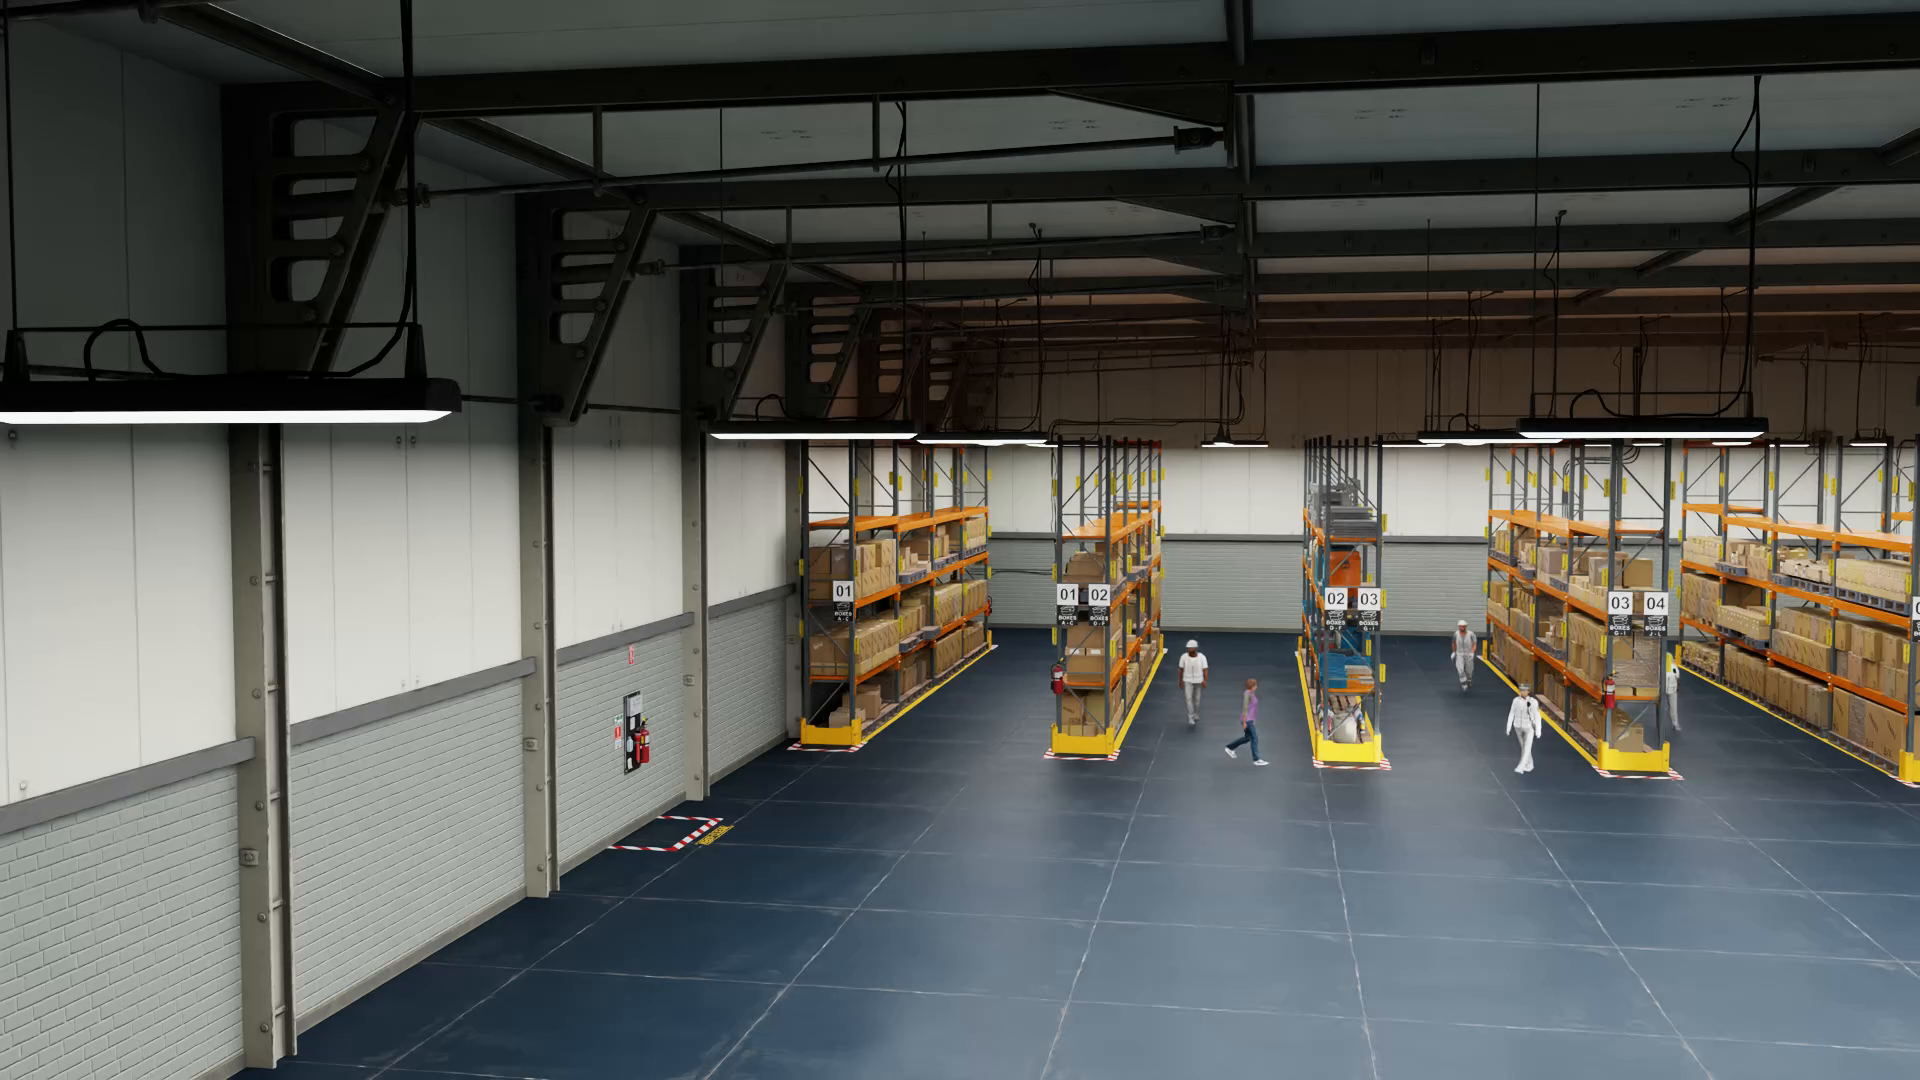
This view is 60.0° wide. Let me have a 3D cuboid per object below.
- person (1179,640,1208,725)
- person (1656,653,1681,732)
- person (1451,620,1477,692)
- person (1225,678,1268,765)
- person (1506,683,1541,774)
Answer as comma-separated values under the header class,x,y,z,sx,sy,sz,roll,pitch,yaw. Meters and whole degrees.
class,x,y,z,sx,sy,sz,roll,pitch,yaw
person,4.874,2.953,34.714,0.599,1.719,0.968,0,3,6
person,14.299,3.082,33.632,0.503,1.605,1.051,1,3,18
person,12.005,2.736,39.623,0.592,1.698,0.796,1,3,21
person,5.235,3.297,30.349,0.834,1.546,0.448,1,3,22
person,9.884,3.310,29.246,1.048,1.616,0.514,-3,4,-43
